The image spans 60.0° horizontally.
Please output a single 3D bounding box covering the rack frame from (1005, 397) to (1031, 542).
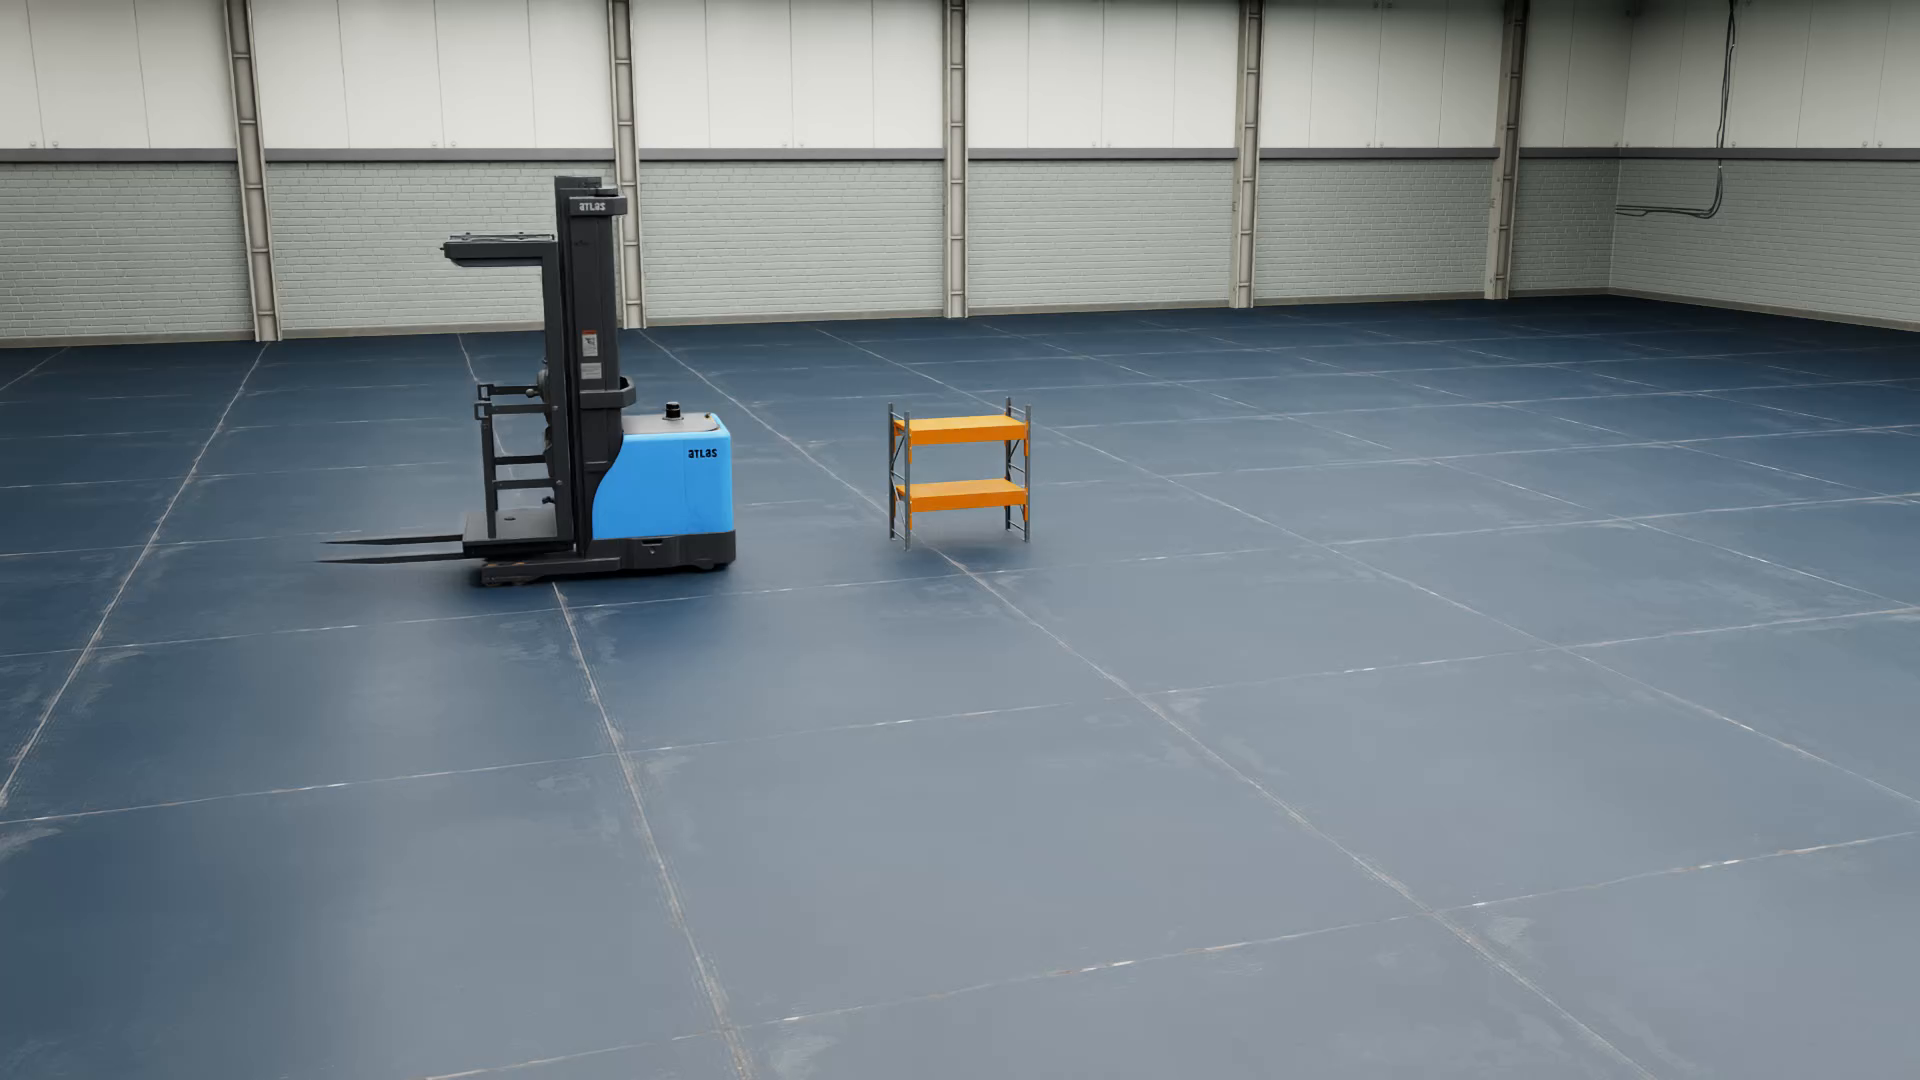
[{"bbox_3d":[0.475,-0.584,13.668,0.032,1.125,0.500,-4,14,-18],"label":"rack frame"}]

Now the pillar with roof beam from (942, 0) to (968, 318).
[{"bbox_3d":[1.287,-7.635,26.296,0.400,9.000,9.100,-4,14,-18],"label":"pillar with roof beam"}]

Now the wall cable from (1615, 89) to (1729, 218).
[{"bbox_3d":[14.501,-7.882,34.043,0.112,2.526,3.097,-4,14,-18],"label":"wall cable"}]

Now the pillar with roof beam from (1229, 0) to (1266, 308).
[{"bbox_3d":[6.973,-8.078,28.158,0.400,9.000,9.100,-4,14,-18],"label":"pillar with roof beam"}]

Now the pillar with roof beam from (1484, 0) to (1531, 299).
[{"bbox_3d":[12.660,-8.521,30.019,0.400,9.000,9.100,-4,14,-18],"label":"pillar with roof beam"}]

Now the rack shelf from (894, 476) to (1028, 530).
[{"bbox_3d":[-0.006,-0.309,13.567,1.000,0.278,0.538,-4,14,-18],"label":"rack shelf"}]

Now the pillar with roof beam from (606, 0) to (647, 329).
[{"bbox_3d":[-4.400,-7.192,24.434,0.400,9.000,9.100,-4,14,-18],"label":"pillar with roof beam"}]

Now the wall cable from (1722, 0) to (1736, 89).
[{"bbox_3d":[15.364,-9.746,30.964,0.112,2.526,3.097,-4,14,-18],"label":"wall cable"}]

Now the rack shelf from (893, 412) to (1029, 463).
[{"bbox_3d":[-0.006,-0.831,13.443,1.000,0.278,0.538,-4,14,-18],"label":"rack shelf"}]

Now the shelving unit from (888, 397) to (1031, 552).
[{"bbox_3d":[-0.006,-0.547,13.511,1.048,1.125,0.538,-4,14,-18],"label":"shelving unit"}]

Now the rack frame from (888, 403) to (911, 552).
[{"bbox_3d":[-0.488,-0.509,13.353,0.032,1.125,0.500,-4,14,-18],"label":"rack frame"}]

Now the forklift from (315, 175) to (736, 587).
[{"bbox_3d":[-3.284,-1.218,12.428,3.031,2.935,1.130,-3,14,-14],"label":"forklift"}]

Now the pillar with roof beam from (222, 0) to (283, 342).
[{"bbox_3d":[-10.087,-6.750,22.573,0.400,9.000,9.100,-4,14,-18],"label":"pillar with roof beam"}]
